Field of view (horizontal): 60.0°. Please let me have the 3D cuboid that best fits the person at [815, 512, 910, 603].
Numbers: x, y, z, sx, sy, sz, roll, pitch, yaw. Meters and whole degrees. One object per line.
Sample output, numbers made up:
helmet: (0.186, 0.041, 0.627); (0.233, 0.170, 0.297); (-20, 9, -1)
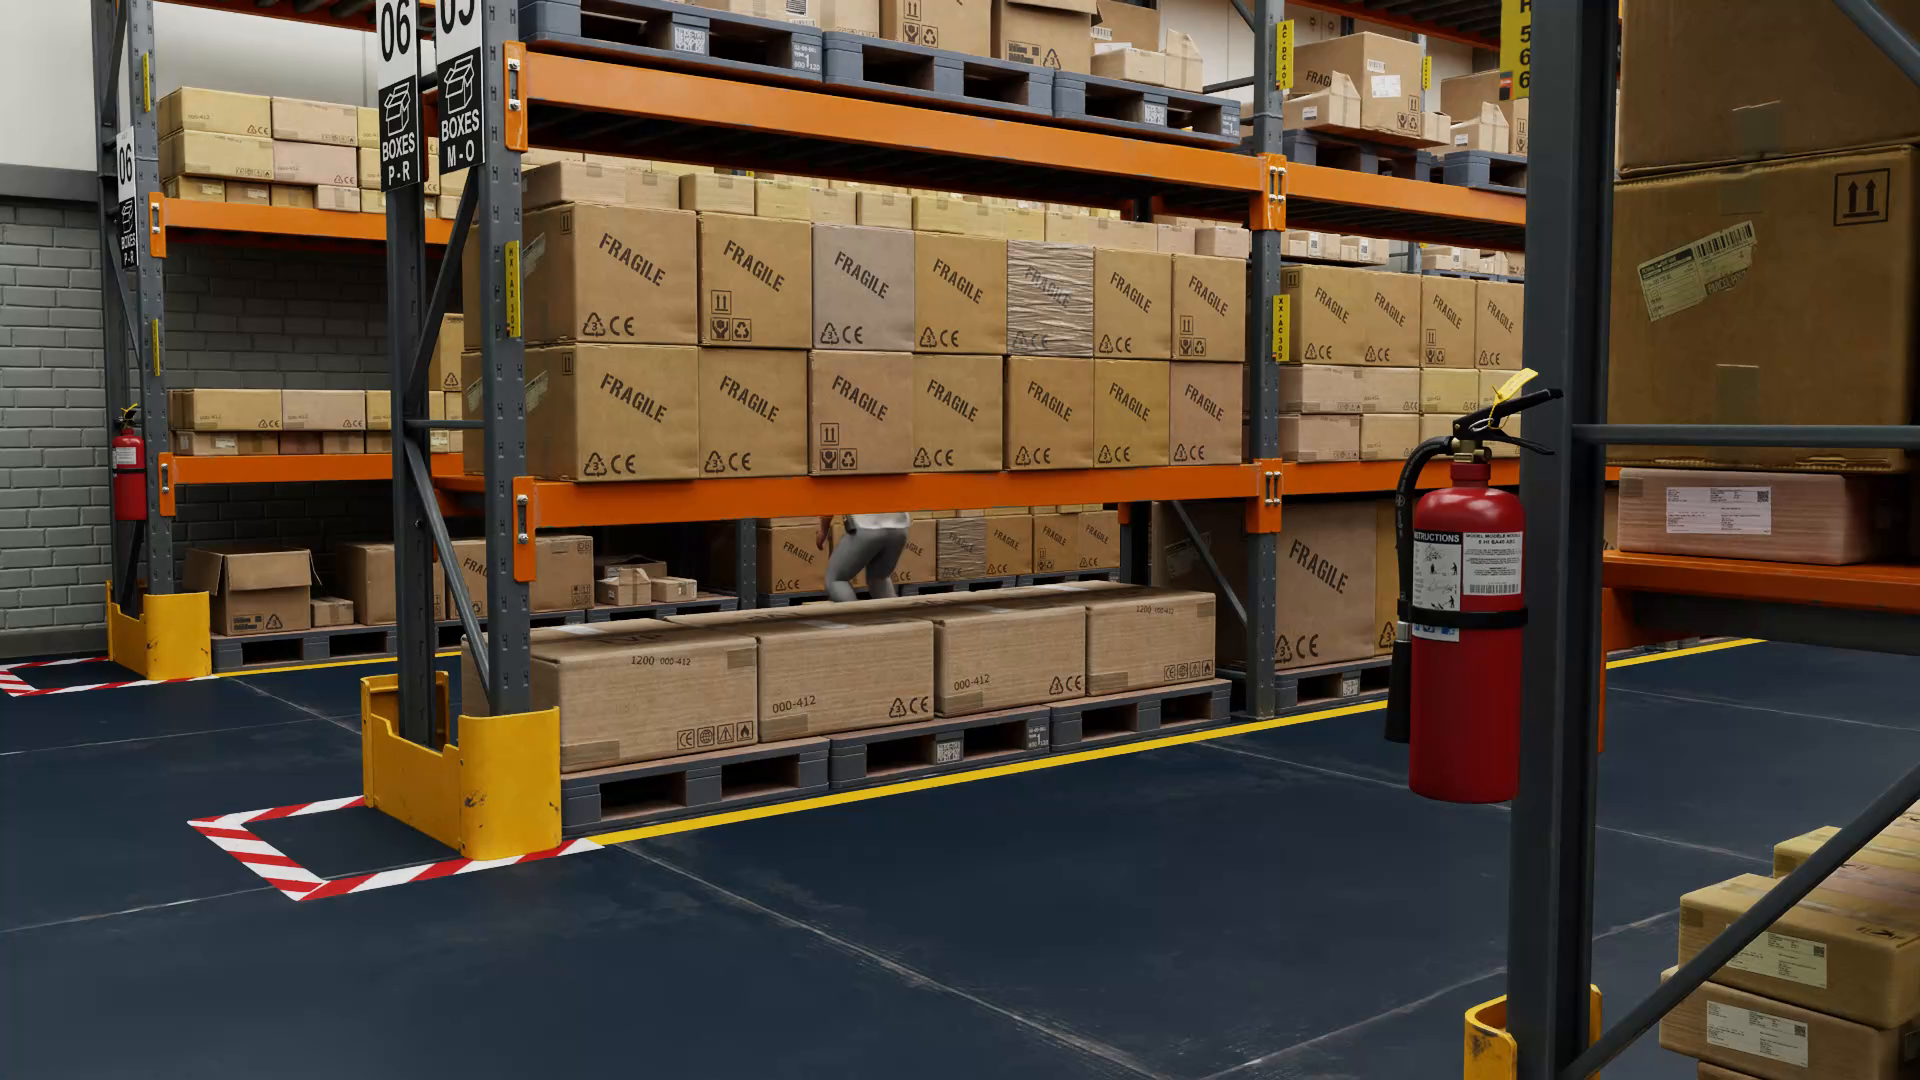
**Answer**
person: (-0.664, -0.073, 11.082); (0.581, 1.594, 0.657); (-3, 5, -38)
